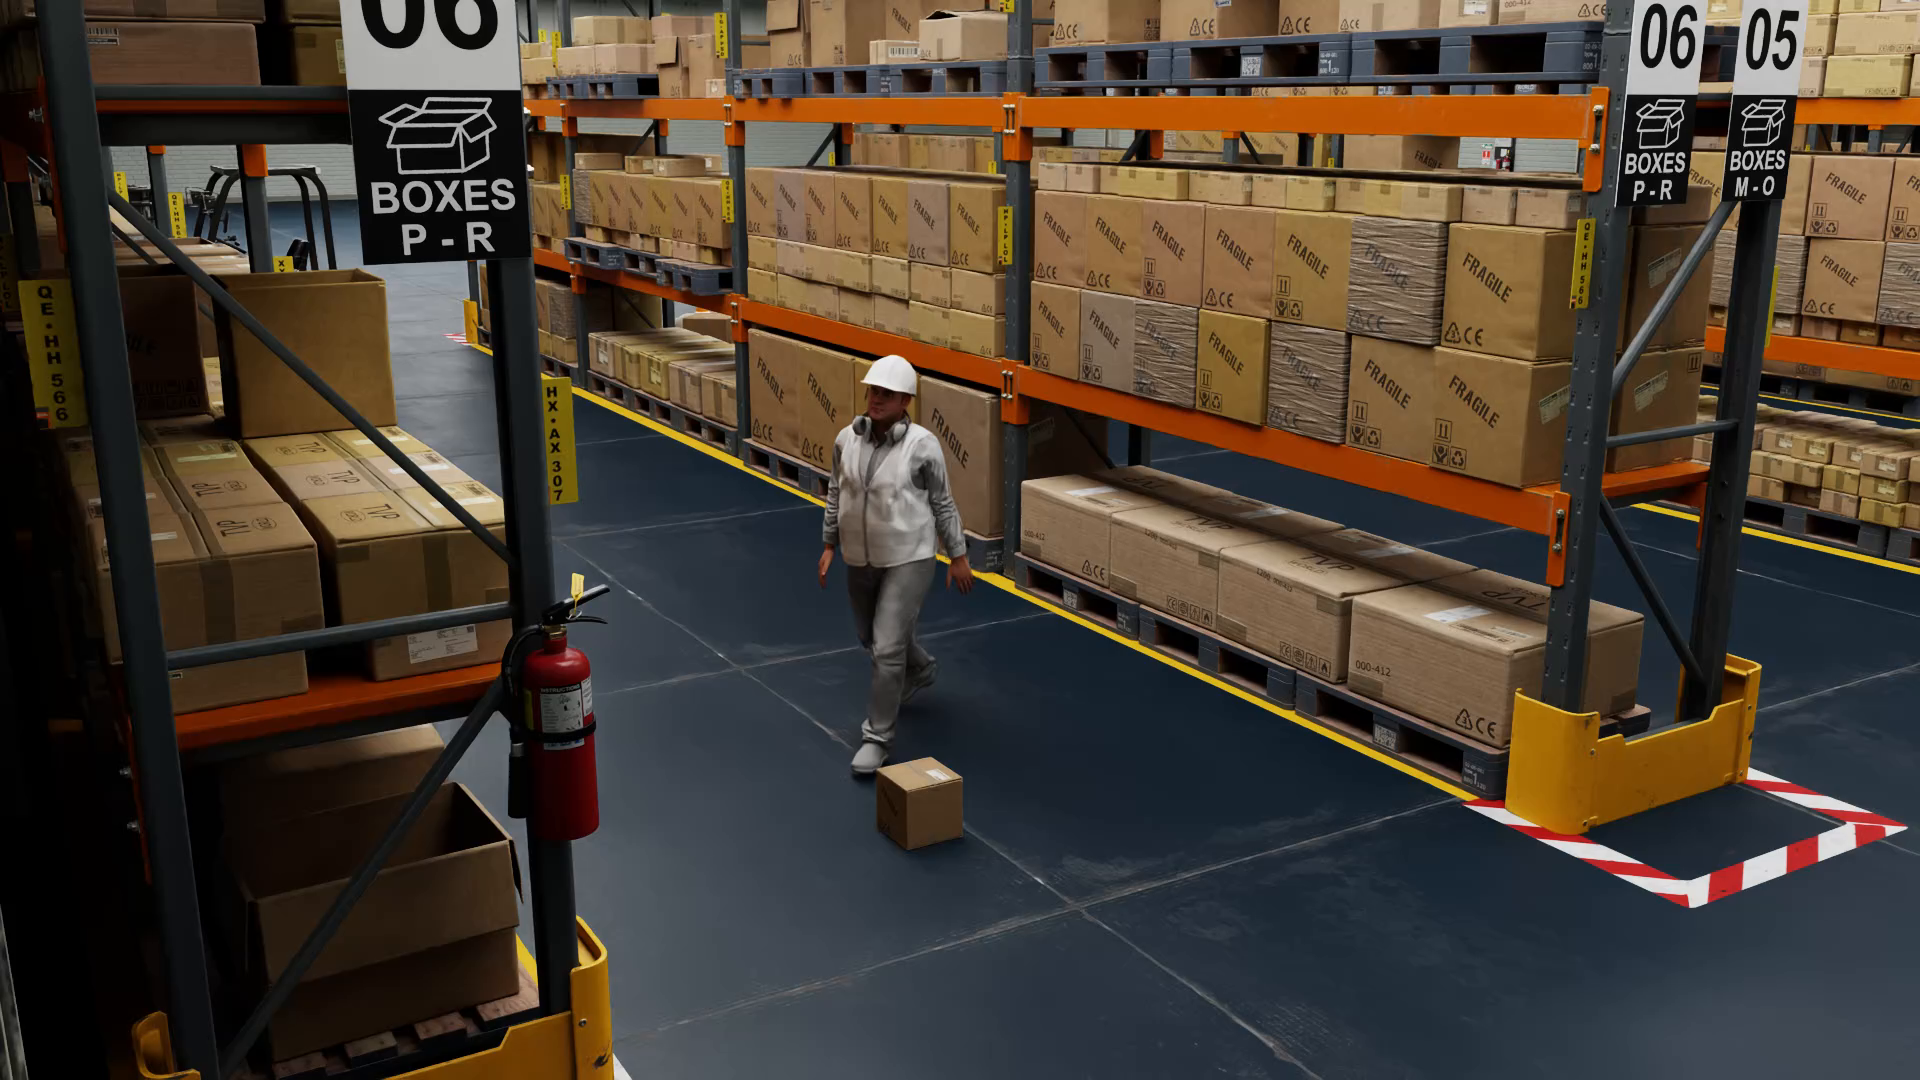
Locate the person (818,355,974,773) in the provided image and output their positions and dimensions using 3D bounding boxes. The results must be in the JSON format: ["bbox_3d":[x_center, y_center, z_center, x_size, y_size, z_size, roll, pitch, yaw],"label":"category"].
[{"bbox_3d":[-0.287,0.053,7.232,0.640,1.738,0.976,8,17,28],"label":"person"}]
